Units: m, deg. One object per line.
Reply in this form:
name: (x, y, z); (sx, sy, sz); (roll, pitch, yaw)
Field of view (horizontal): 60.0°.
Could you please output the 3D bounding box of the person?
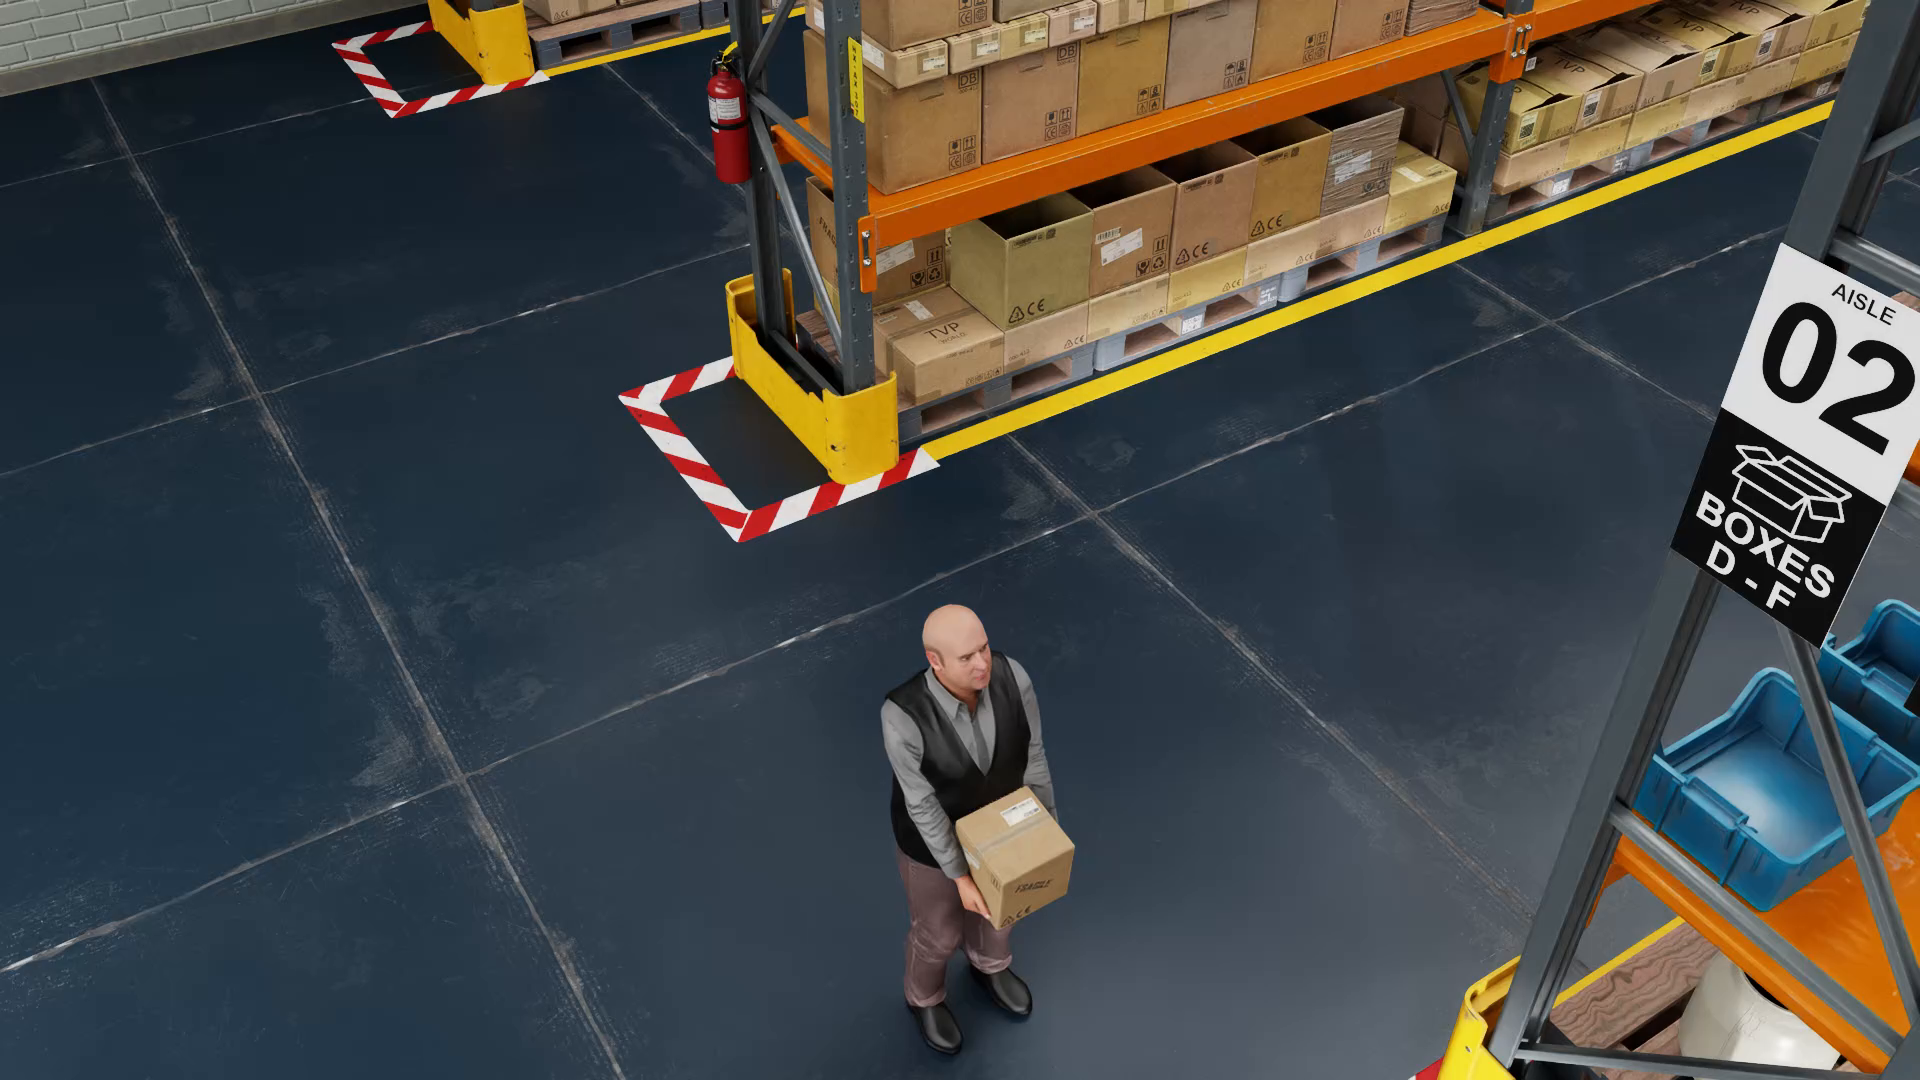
person: (0.064, 0.941, 5.079); (0.498, 1.716, 0.550); (-23, 45, -24)
